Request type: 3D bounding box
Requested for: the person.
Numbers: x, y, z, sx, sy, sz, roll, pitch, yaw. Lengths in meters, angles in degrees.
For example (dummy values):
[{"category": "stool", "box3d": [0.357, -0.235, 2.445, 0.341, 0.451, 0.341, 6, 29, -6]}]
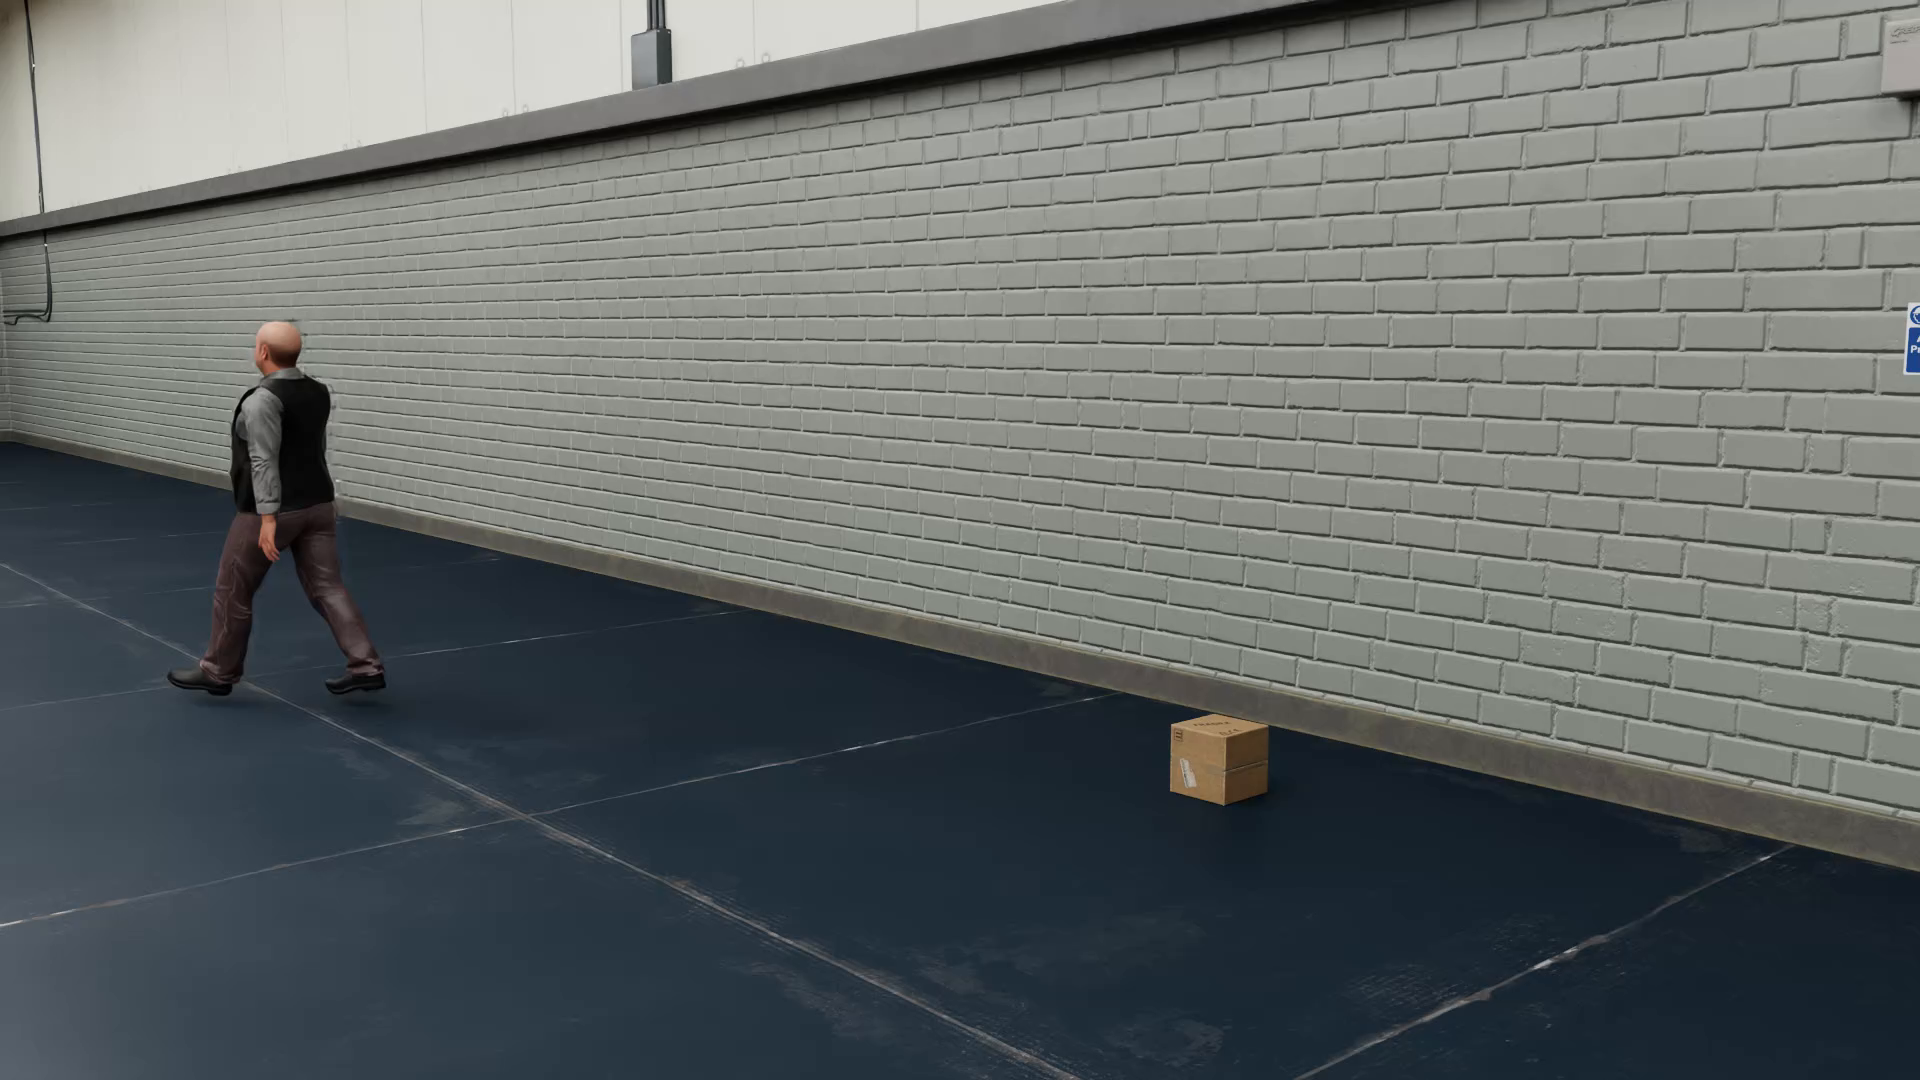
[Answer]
[{"category": "person", "box3d": [-3.040, -0.130, 7.392, 1.024, 1.673, 0.557, 3, 8, 23]}]
